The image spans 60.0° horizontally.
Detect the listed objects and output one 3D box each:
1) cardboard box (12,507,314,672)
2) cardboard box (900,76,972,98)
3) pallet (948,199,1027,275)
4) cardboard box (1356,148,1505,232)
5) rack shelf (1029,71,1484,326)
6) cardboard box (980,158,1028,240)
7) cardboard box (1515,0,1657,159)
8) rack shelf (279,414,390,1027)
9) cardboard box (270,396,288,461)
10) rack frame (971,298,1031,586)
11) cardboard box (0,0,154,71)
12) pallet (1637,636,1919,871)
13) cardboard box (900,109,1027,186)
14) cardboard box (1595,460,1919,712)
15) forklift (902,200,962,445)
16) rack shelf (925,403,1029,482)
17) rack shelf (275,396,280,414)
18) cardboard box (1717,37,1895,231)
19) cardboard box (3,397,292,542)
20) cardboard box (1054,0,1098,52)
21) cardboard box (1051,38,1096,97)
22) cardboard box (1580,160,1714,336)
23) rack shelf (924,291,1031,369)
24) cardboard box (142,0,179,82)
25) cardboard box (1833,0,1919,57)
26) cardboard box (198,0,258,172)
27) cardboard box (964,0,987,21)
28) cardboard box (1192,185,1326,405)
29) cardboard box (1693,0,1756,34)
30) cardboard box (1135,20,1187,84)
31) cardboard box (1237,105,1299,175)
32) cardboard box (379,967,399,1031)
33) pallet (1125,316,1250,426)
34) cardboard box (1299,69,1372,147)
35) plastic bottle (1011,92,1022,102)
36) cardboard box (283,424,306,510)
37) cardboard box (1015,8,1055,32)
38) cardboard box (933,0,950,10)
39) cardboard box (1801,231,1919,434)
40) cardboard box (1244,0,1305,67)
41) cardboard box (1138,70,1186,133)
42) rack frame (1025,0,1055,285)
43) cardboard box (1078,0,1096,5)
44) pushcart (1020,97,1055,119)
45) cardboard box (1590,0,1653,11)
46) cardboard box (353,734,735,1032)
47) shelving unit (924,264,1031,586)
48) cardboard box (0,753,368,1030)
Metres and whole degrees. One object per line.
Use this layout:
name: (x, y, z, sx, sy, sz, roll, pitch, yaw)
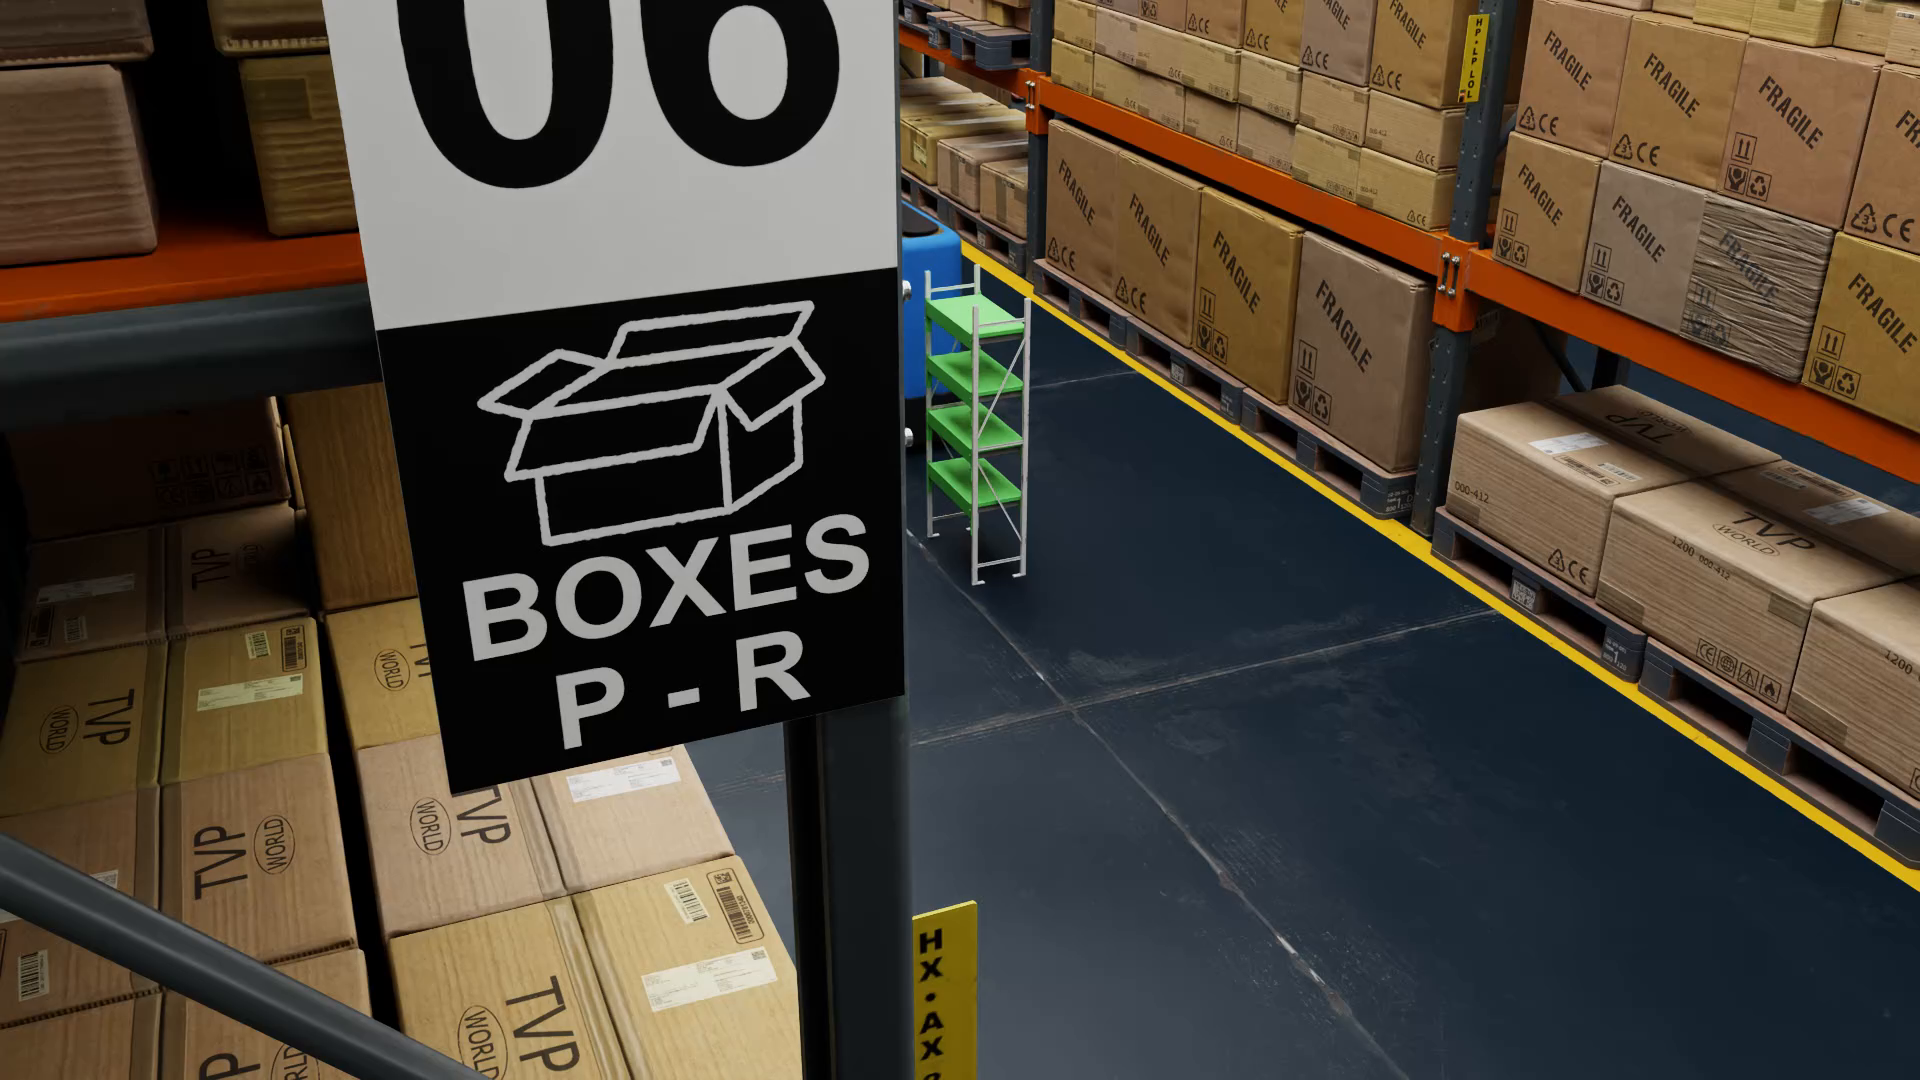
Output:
cardboard box: (-1.547, 0.182, 3.290, 0.500, 0.250, 0.500, -11, 28, -21)
cardboard box: (-0.454, -3.487, 13.489, 0.950, 0.372, 0.625, -10, 28, -20)
pallet: (0.600, -2.138, 11.388, 1.003, 0.211, 1.213, -11, 28, -21)
cardboard box: (2.064, -1.531, 7.137, 0.500, 0.250, 0.500, -11, 28, -22)
rack shelf: (1.688, -1.945, 8.634, 1.077, 0.370, 4.000, -11, 28, -21)
cardboard box: (0.693, -2.313, 11.085, 0.950, 0.372, 0.625, -13, 29, -24)
cardboard box: (2.435, -1.721, 6.102, 0.500, 0.500, 0.500, -10, 28, -20)
rack shelf: (-1.311, 0.525, 3.577, 1.077, 0.370, 4.000, -11, 28, -21)
cardboard box: (-1.946, -0.225, 4.123, 0.500, 0.250, 0.500, -11, 28, -21)
rack frame: (0.160, -0.374, 6.648, 0.240, 1.200, 0.015, -11, 28, -21)
cardboard box: (-0.953, -0.538, 1.347, 0.500, 0.250, 0.500, -11, 28, -22)
pallet: (3.179, 0.606, 5.768, 1.003, 0.211, 1.213, -11, 28, -21)
cardboard box: (0.104, -2.917, 12.321, 0.950, 0.372, 0.625, -10, 28, -19)
cardboard box: (2.969, 0.135, 5.995, 0.875, 0.438, 0.875, -11, 28, -22)
forklift: (-1.045, -2.274, 8.566, 1.130, 2.935, 3.031, -11, 28, -22)
rack shelf: (0.065, -0.415, 6.878, 0.258, 0.148, 0.480, -11, 28, -21)
rack shelf: (-2.878, -1.090, 6.884, 1.077, 0.370, 4.000, -11, 28, -21)
cardboard box: (2.817, -1.307, 5.255, 0.500, 0.500, 0.500, -10, 28, -20)
cardboard box: (-1.756, -0.362, 3.551, 0.500, 0.500, 0.500, -11, 28, -22)
cardboard box: (0.876, -2.985, 9.547, 0.500, 0.250, 0.500, -11, 28, -21)
cardboard box: (0.865, -2.767, 9.669, 0.500, 0.250, 0.500, -11, 28, -21)
cardboard box: (2.607, -1.067, 5.903, 0.500, 0.500, 0.500, -10, 28, -20)
rack shelf: (0.065, -0.846, 6.667, 0.258, 0.148, 0.480, -11, 28, -21)
cardboard box: (-1.162, -0.633, 1.995, 0.380, 0.149, 0.250, -12, 28, -22)
cardboard box: (2.902, -1.567, 5.048, 0.380, 0.149, 0.250, -11, 28, -21)
cardboard box: (-0.566, -0.496, 1.715, 0.380, 0.149, 0.250, -10, 28, -20)
cardboard box: (0.248, -3.433, 10.670, 0.380, 0.149, 0.250, -11, 28, -21)
cardboard box: (1.794, -1.294, 8.425, 0.875, 0.875, 0.875, -10, 28, -19)
cardboard box: (2.651, -1.767, 5.456, 0.380, 0.149, 0.250, -11, 28, -21)
cardboard box: (1.261, -2.573, 8.703, 0.500, 0.250, 0.500, -11, 28, -21)
cardboard box: (1.685, -1.944, 7.983, 0.500, 0.250, 0.500, -11, 28, -22)
cardboard box: (-0.681, 0.747, 2.588, 0.380, 0.149, 0.250, -11, 28, -21)
pallet: (1.618, -0.999, 9.056, 1.003, 0.211, 1.213, -11, 28, -21)
cardboard box: (1.872, -1.954, 7.435, 0.500, 0.250, 0.500, -10, 28, -19)
plastic bottle: (0.558, -4.213, 15.809, 0.133, 0.061, 0.283, -6, 27, -12)
cardboard box: (-1.278, -0.105, 3.879, 0.500, 0.250, 0.500, -11, 28, -21)
cardboard box: (0.560, -3.243, 10.281, 0.380, 0.149, 0.250, -10, 28, -19)
cardboard box: (0.036, -3.644, 11.103, 0.380, 0.149, 0.250, -10, 28, -20)
cardboard box: (2.998, -0.657, 5.063, 0.500, 0.500, 0.500, -10, 28, -19)
cardboard box: (1.675, -2.508, 7.713, 0.500, 0.500, 0.500, -10, 28, -19)
cardboard box: (1.282, -2.350, 8.815, 0.500, 0.250, 0.500, -10, 28, -19)
rack frame: (0.905, -3.075, 10.130, 1.000, 3.000, 0.127, -11, 28, -21)
cardboard box: (0.873, -3.328, 9.394, 0.500, 0.500, 0.500, -12, 28, -22)
pushcart: (1.417, -3.924, 14.856, 1.648, 0.377, 0.936, -22, 34, -38)
cardboard box: (2.471, -1.973, 5.880, 0.380, 0.149, 0.250, -10, 28, -20)
cardboard box: (-0.656, 0.510, 2.619, 0.500, 0.250, 0.500, -10, 28, -20)
shelving unit: (0.065, -0.472, 6.850, 0.258, 1.200, 0.503, -11, 28, -21)
cardboard box: (-1.153, 0.594, 2.446, 0.500, 0.250, 0.500, -10, 28, -20)
